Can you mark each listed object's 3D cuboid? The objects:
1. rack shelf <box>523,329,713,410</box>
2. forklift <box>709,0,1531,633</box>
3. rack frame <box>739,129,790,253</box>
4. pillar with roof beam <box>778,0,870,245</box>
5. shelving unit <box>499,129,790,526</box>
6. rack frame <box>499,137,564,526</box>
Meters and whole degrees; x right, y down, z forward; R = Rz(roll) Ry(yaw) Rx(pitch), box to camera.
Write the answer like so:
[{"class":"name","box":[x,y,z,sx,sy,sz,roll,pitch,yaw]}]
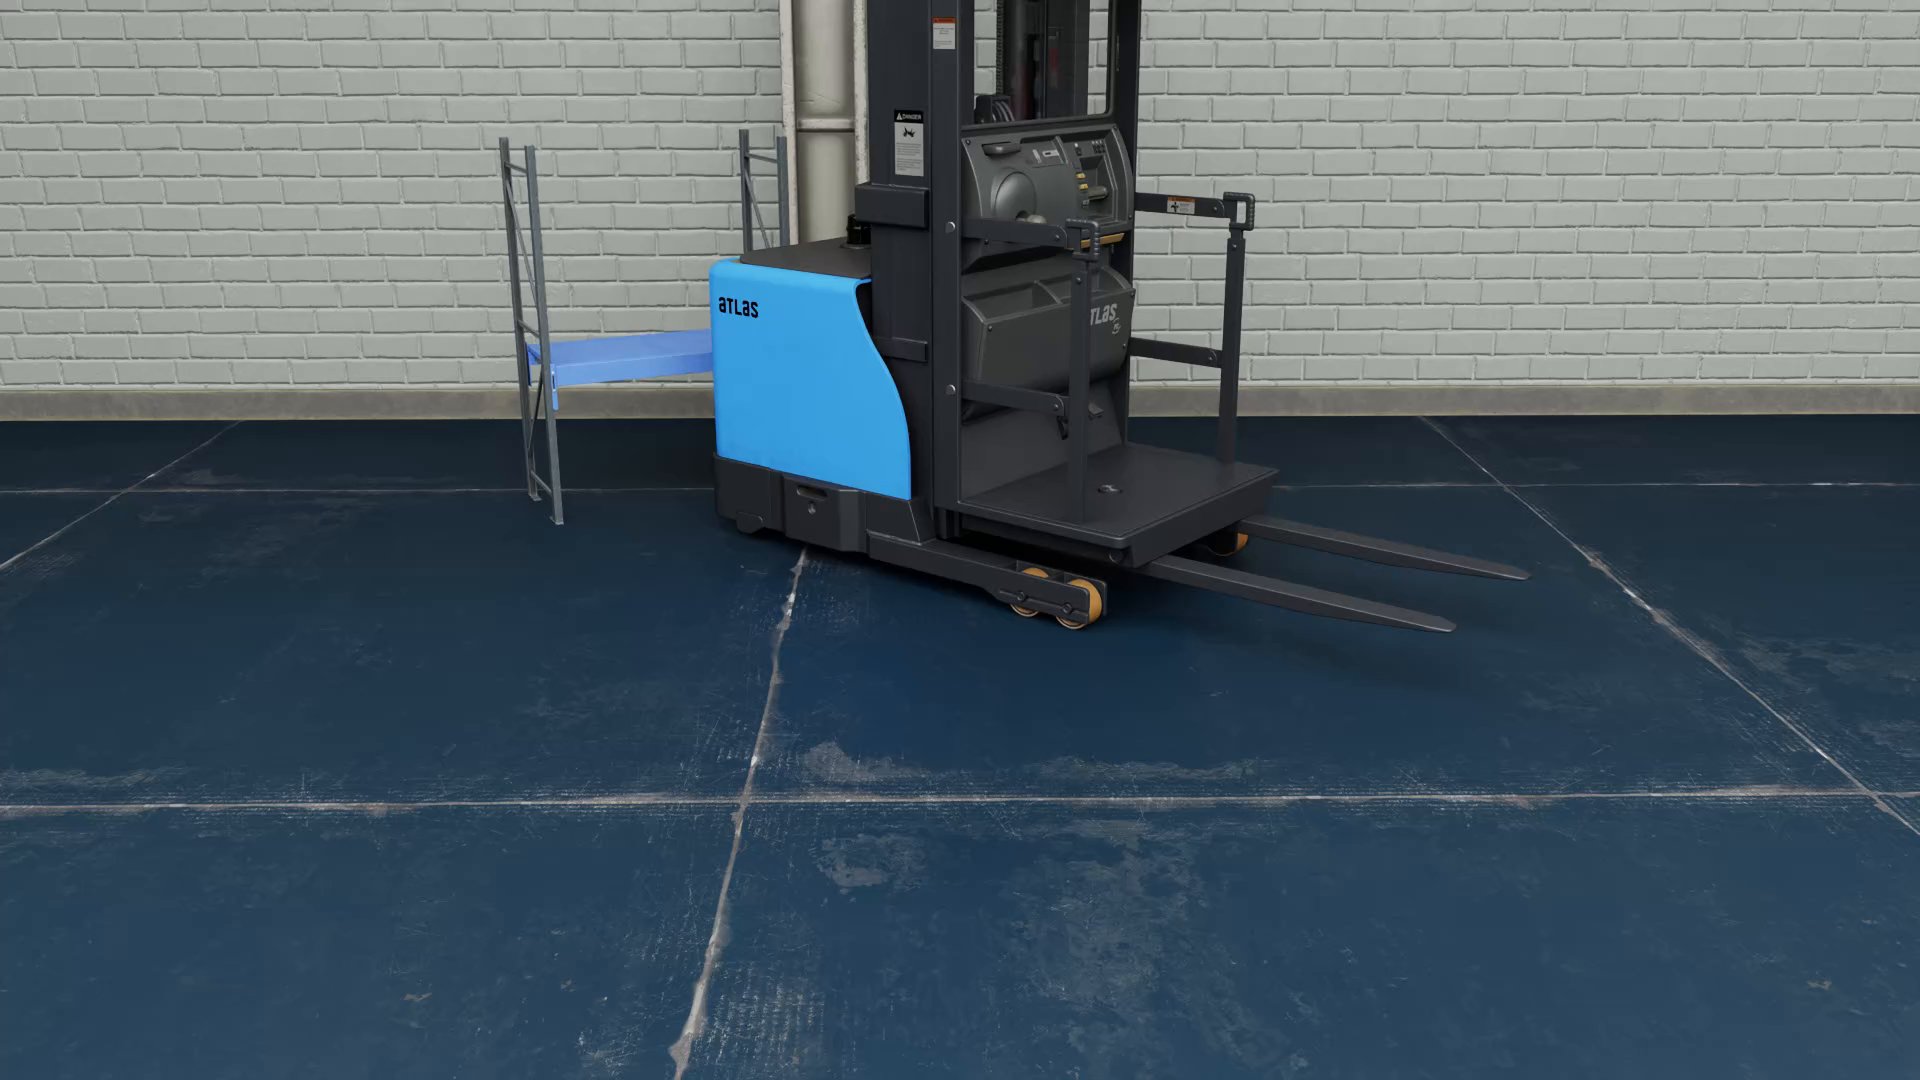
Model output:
[{"class":"rack shelf","box":[-1.278,-0.741,6.990,1.000,0.185,0.538,-9,20,-25]},{"class":"forklift","box":[0.487,-1.277,5.731,3.031,2.935,1.130,14,22,36]},{"class":"rack frame","box":[-0.824,-0.982,7.152,0.032,1.500,0.500,-9,20,-25]},{"class":"pillar with roof beam","box":[-0.568,-3.557,2.904,0.400,9.000,9.100,0,18,-1]},{"class":"shelving unit","box":[-1.278,-0.912,6.935,1.048,1.500,0.538,-9,20,-25]},{"class":"rack frame","box":[-1.732,-0.842,6.718,0.032,1.500,0.500,-9,20,-25]}]
